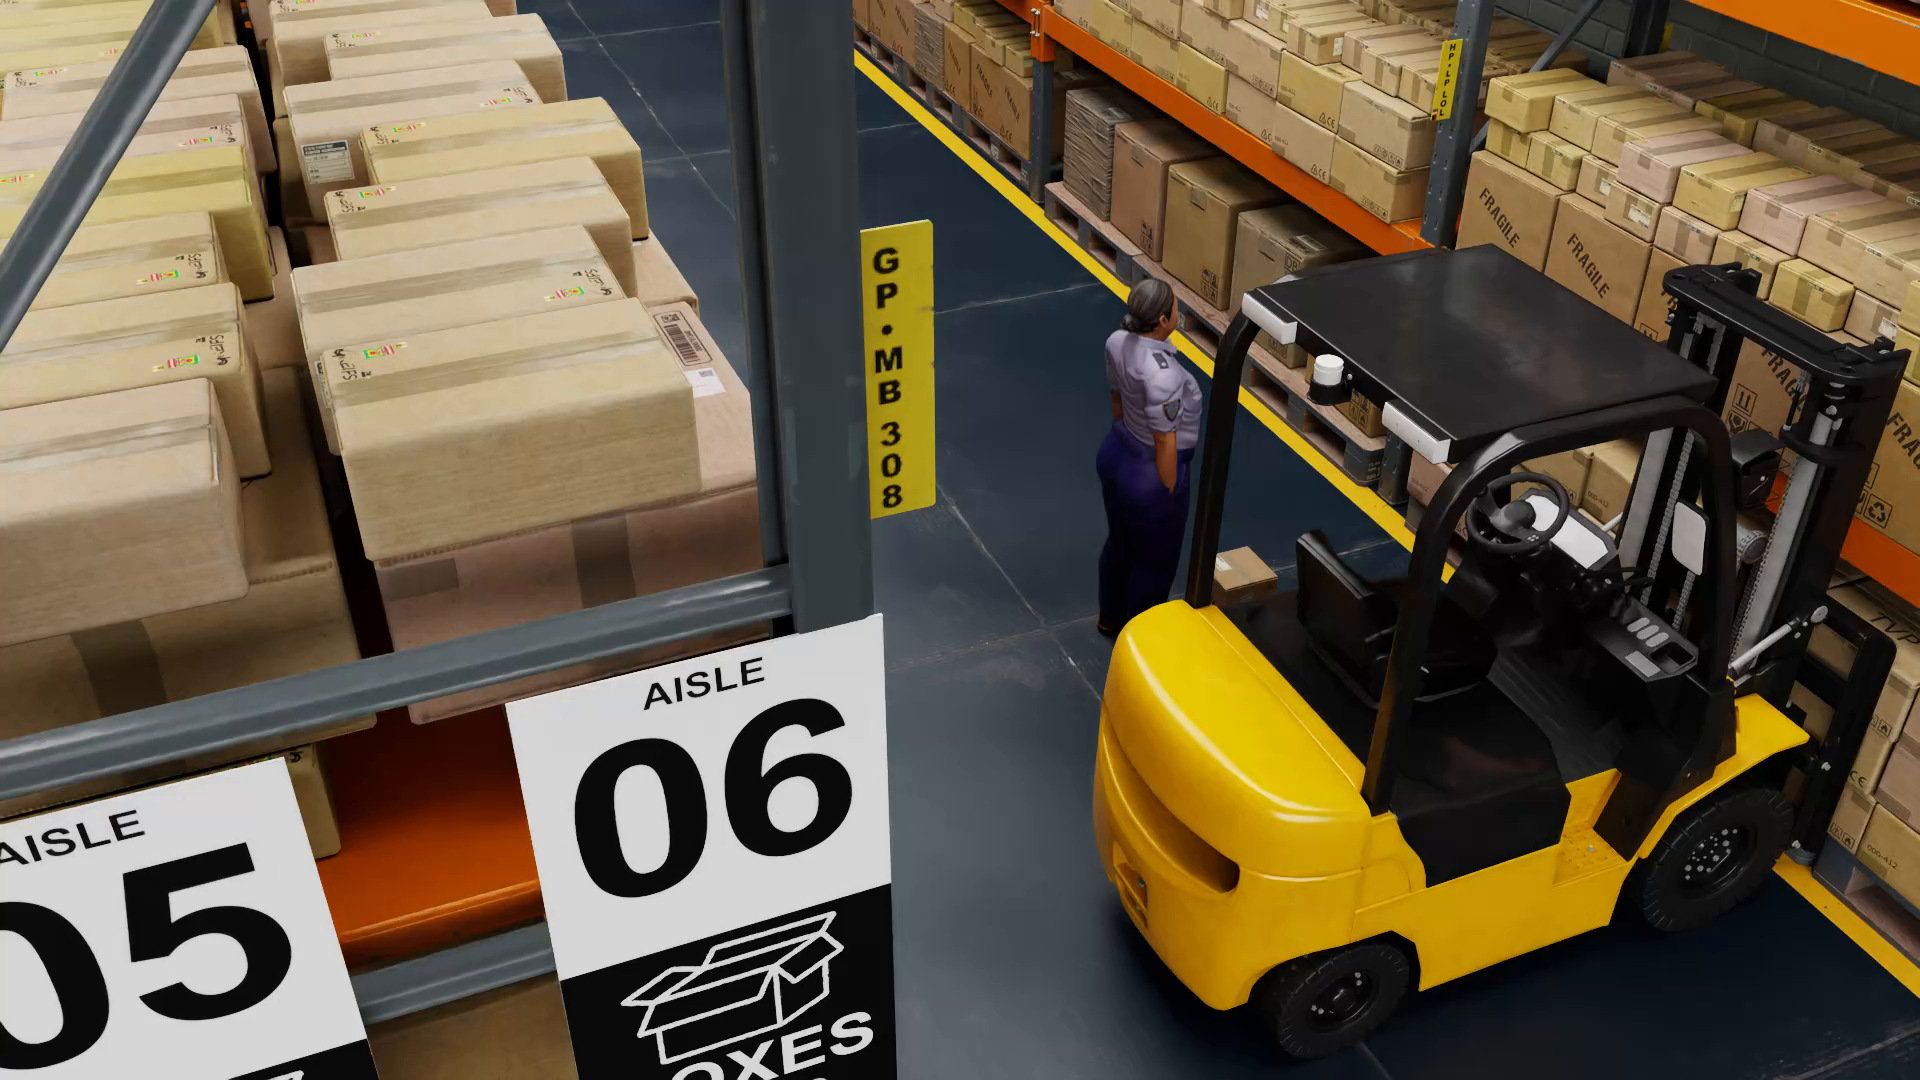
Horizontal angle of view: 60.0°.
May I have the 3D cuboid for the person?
[{"bbox_3d":[0.738,-0.268,6.562,0.357,1.661,0.474,-12,36,-18],"label":"person"}]
